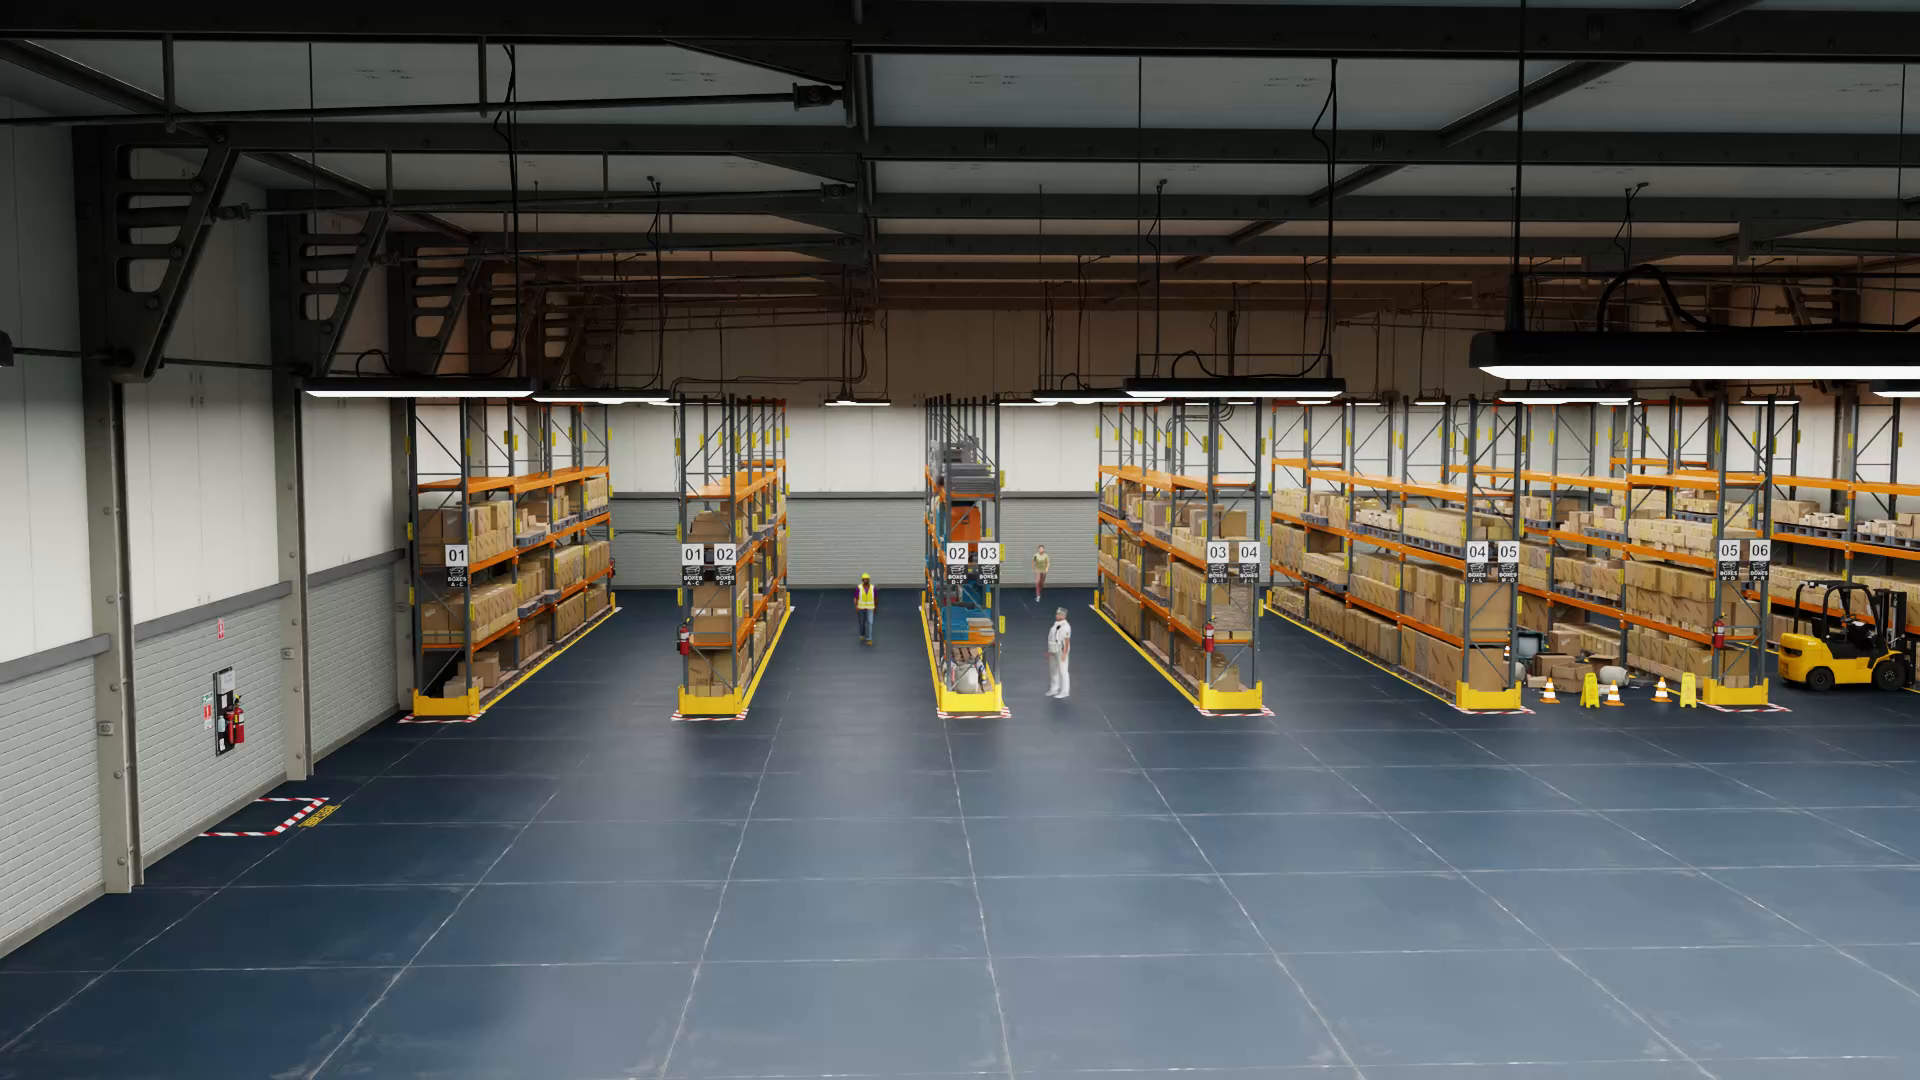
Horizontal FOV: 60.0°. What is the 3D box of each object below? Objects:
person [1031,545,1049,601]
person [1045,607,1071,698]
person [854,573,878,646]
[{"bbox_3d":[2.421,0.981,49.936,0.523,1.668,0.929,0,5,-4],"label":"person"},{"bbox_3d":[1.941,2.211,32.969,0.439,1.783,0.594,-3,6,-35],"label":"person"},{"bbox_3d":[-2.281,1.674,40.316,0.582,1.726,0.999,0,5,-5],"label":"person"}]
